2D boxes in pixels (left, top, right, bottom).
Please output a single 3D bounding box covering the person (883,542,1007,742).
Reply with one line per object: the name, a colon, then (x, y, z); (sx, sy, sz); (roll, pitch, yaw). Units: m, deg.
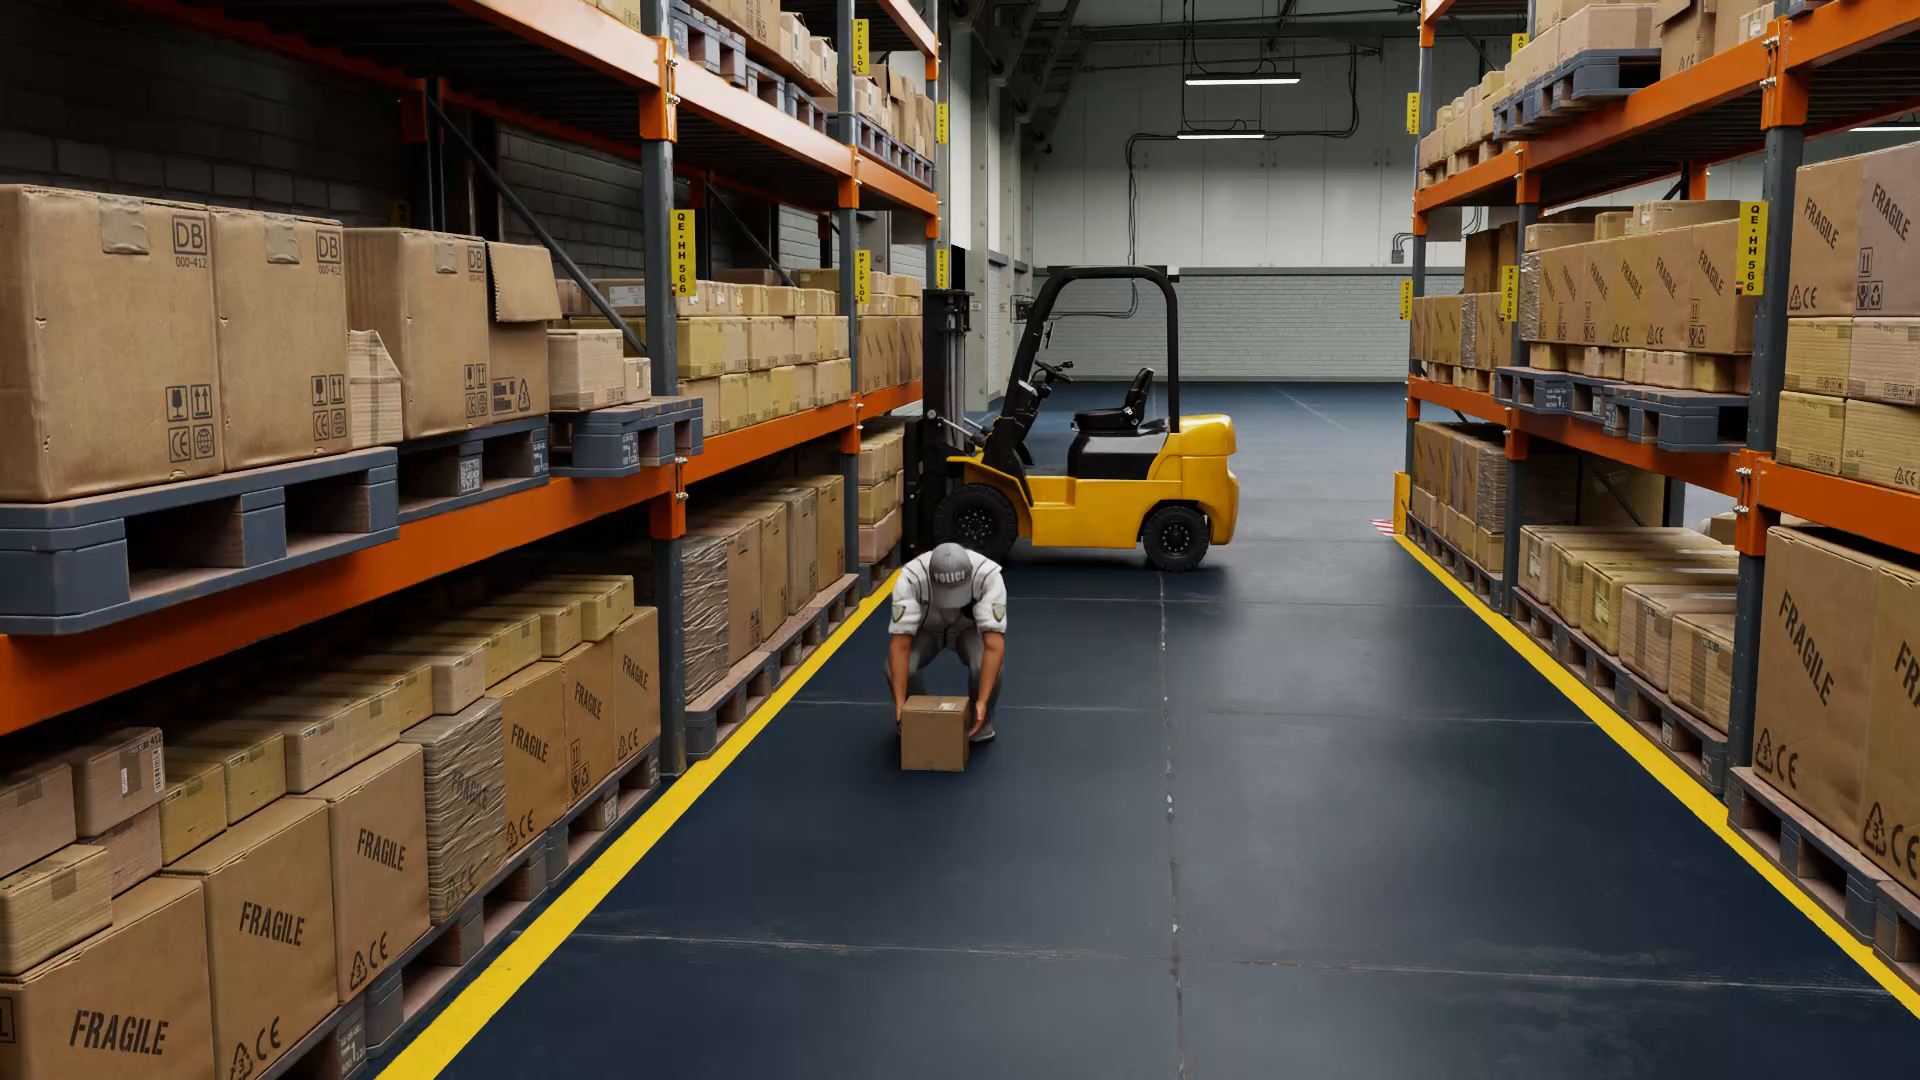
person: (-0.051, 0.417, 7.063); (0.524, 0.908, 0.858); (1, 8, 6)
